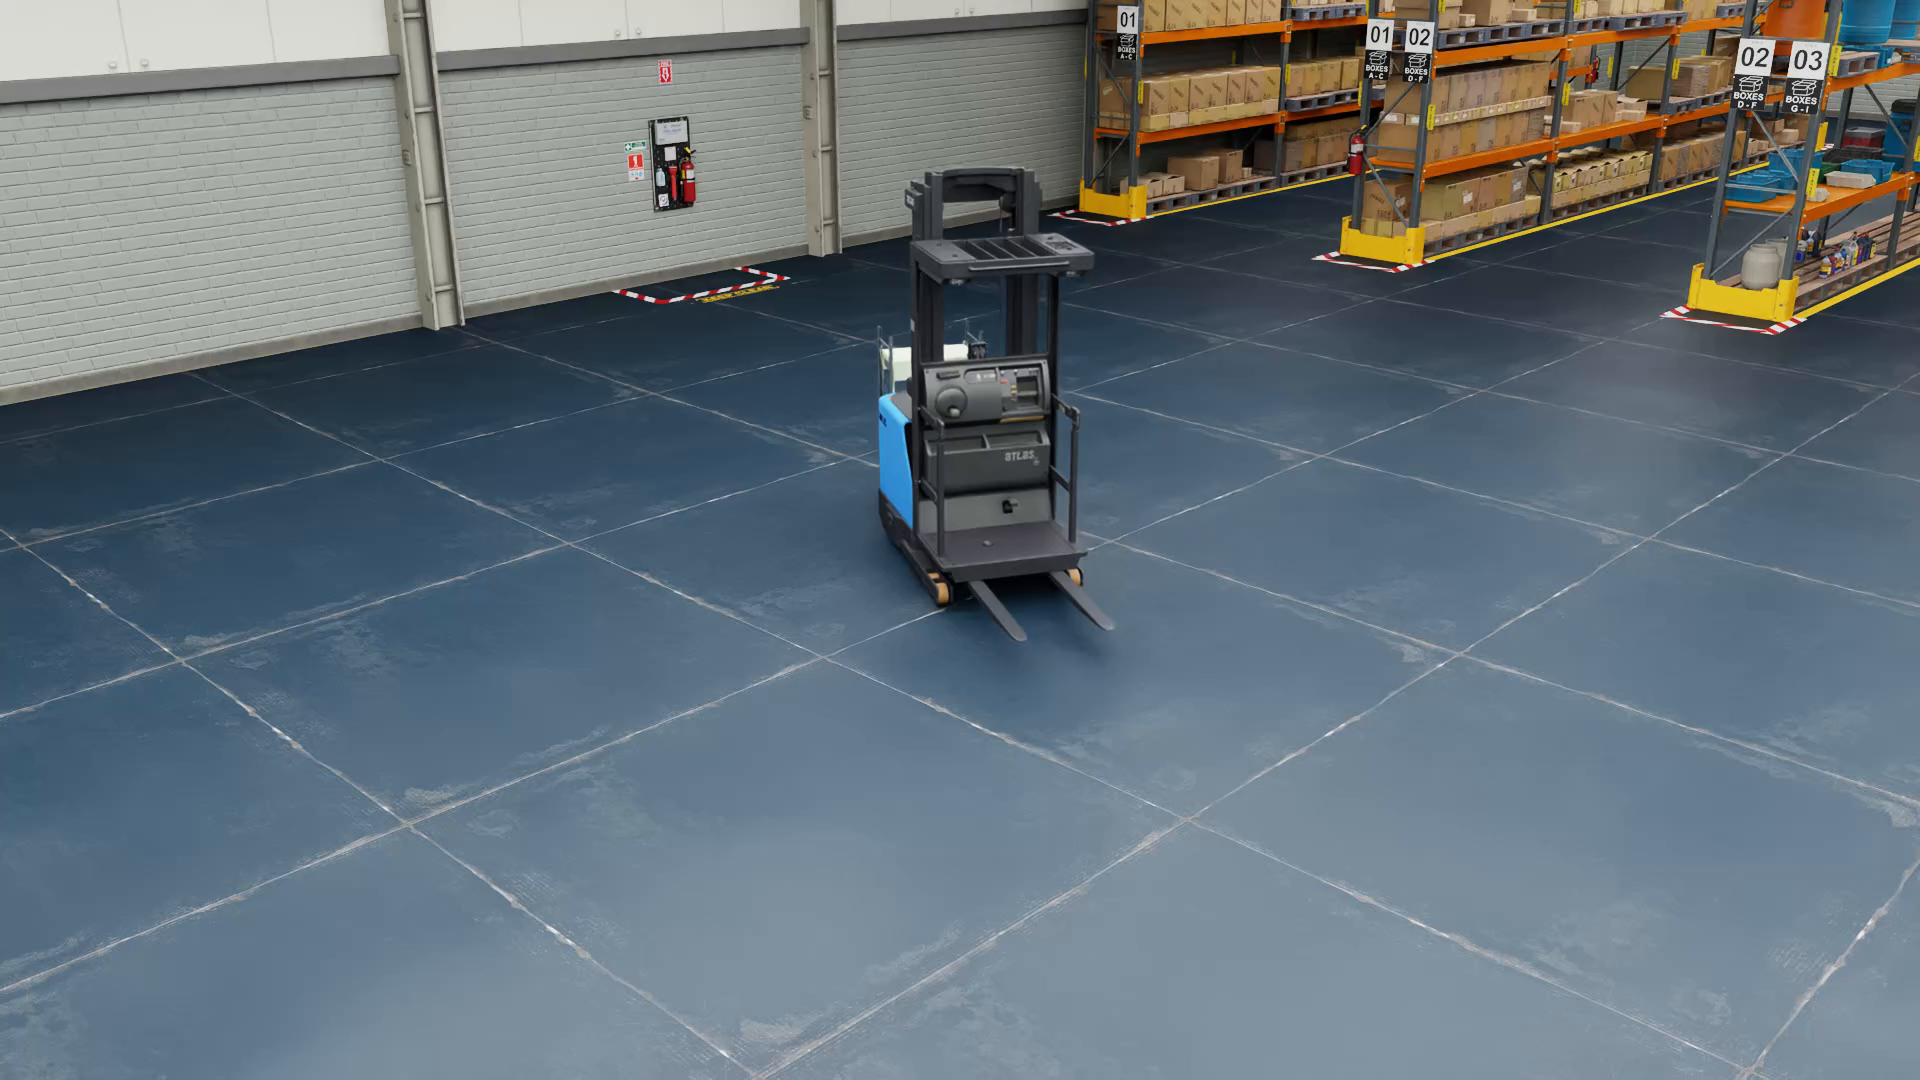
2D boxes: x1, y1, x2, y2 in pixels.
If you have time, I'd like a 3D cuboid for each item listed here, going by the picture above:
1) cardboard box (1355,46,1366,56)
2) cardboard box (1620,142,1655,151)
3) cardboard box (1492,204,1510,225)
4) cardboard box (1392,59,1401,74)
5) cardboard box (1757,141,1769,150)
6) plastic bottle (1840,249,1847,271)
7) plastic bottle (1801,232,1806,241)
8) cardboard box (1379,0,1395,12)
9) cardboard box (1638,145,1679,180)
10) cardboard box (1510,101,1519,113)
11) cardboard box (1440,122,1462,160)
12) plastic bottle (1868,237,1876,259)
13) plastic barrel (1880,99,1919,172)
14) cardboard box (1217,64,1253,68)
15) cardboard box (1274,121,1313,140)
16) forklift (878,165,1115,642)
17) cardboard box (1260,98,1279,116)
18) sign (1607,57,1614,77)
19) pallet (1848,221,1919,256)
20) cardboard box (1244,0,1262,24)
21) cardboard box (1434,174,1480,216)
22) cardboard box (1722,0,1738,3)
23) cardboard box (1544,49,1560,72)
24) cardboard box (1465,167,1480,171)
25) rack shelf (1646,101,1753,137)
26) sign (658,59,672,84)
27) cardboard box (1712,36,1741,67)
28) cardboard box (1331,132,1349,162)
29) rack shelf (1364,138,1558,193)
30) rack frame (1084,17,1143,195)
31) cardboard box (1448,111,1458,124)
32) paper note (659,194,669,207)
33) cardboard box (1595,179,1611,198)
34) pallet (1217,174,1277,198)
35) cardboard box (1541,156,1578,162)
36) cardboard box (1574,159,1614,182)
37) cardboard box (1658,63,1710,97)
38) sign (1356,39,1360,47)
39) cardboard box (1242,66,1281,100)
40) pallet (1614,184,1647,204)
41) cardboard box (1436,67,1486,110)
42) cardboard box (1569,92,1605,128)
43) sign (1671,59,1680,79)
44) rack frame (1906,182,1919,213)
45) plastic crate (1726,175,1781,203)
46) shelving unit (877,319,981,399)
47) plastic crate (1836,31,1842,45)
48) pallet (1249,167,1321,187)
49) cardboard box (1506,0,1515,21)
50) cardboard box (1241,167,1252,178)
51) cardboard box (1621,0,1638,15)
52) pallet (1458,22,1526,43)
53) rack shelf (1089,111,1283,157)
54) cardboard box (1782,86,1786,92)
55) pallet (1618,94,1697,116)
[{"bbox_3d":[7.540,-9.058,30.803,0.380,0.149,0.250,14,25,32],"label":"cardboard box"},{"bbox_3d":[12.009,-6.785,29.416,0.500,0.500,0.500,-19,28,-40],"label":"cardboard box"},{"bbox_3d":[7.874,-4.899,24.887,0.500,0.250,0.500,19,28,41],"label":"cardboard box"},{"bbox_3d":[8.495,-8.941,31.575,0.500,0.500,0.500,-19,28,-40],"label":"cardboard box"},{"bbox_3d":[15.360,-7.637,32.098,0.380,0.166,0.250,19,28,41],"label":"cardboard box"},{"bbox_3d":[11.429,-3.636,21.542,0.097,0.271,0.097,0,21,0],"label":"plastic bottle"},{"bbox_3d":[11.289,-3.995,22.366,0.144,0.351,0.185,18,27,38],"label":"plastic bottle"},{"bbox_3d":[7.664,-9.801,30.308,0.500,0.311,0.500,19,28,41],"label":"cardboard box"},{"bbox_3d":[12.047,-6.531,28.756,0.500,0.500,0.500,-19,28,-40],"label":"cardboard box"},{"bbox_3d":[7.987,-6.383,24.458,0.380,0.149,0.250,19,28,40],"label":"cardboard box"},{"bbox_3d":[6.642,-5.690,23.558,0.500,0.500,0.700,-19,28,-41],"label":"cardboard box"},{"bbox_3d":[12.182,-3.909,22.237,0.133,0.283,0.061,-18,28,-39],"label":"plastic bottle"},{"bbox_3d":[12.768,-5.435,22.336,0.600,0.901,0.708,19,28,41],"label":"plastic barrel"},{"bbox_3d":[4.705,-7.878,28.527,0.500,0.500,0.500,18,28,39],"label":"cardboard box"},{"bbox_3d":[5.989,-7.354,29.851,0.500,0.250,0.500,19,28,40],"label":"cardboard box"},{"bbox_3d":[0.260,-1.060,11.747,1.130,2.935,3.031,-6,22,-16],"label":"forklift"},{"bbox_3d":[5.069,-7.399,28.326,0.500,0.250,0.500,19,28,41],"label":"cardboard box"},{"bbox_3d":[11.130,-8.084,28.422,0.100,0.325,0.005,19,28,41],"label":"sign"},{"bbox_3d":[13.652,-4.403,24.236,1.003,0.211,1.213,19,28,41],"label":"pallet"},{"bbox_3d":[4.646,-8.795,27.428,0.500,0.500,0.500,16,26,36],"label":"cardboard box"},{"bbox_3d":[7.165,-4.996,24.094,0.500,0.500,0.500,19,28,41],"label":"cardboard box"},{"bbox_3d":[13.461,-9.876,29.543,0.600,0.600,0.600,19,28,40],"label":"cardboard box"},{"bbox_3d":[12.167,-10.365,35.443,0.980,0.700,0.700,18,27,38],"label":"cardboard box"},{"bbox_3d":[7.489,-5.383,25.102,0.500,0.500,0.500,19,28,41],"label":"cardboard box"},{"bbox_3d":[12.920,-7.625,29.735,1.077,0.370,4.000,19,28,41],"label":"rack shelf"},{"bbox_3d":[-3.753,-5.963,21.176,0.001,0.298,0.199,19,28,41],"label":"sign"},{"bbox_3d":[14.483,-9.183,31.253,0.500,0.500,0.500,19,28,41],"label":"cardboard box"},{"bbox_3d":[6.739,-7.288,30.726,0.700,0.500,0.500,19,28,40],"label":"cardboard box"},{"bbox_3d":[7.339,-5.569,24.385,1.077,0.370,4.000,19,28,41],"label":"rack shelf"},{"bbox_3d":[2.392,-6.629,26.141,1.000,3.000,0.127,19,28,41],"label":"rack frame"},{"bbox_3d":[6.729,-5.919,23.250,0.380,0.149,0.250,19,28,41],"label":"cardboard box"},{"bbox_3d":[-3.849,-4.418,21.617,0.016,0.148,0.142,19,28,41],"label":"paper note"},{"bbox_3d":[10.266,-5.768,27.148,0.500,0.250,0.500,-20,28,-41],"label":"cardboard box"},{"bbox_3d":[4.740,-6.174,28.845,1.003,0.211,1.213,19,28,41],"label":"pallet"},{"bbox_3d":[9.873,-6.160,27.386,0.500,0.311,0.500,19,28,40],"label":"cardboard box"},{"bbox_3d":[10.273,-6.032,27.054,0.500,0.311,0.500,-19,28,-41],"label":"cardboard box"},{"bbox_3d":[12.658,-8.067,29.157,0.500,0.500,0.700,-14,25,-32],"label":"cardboard box"},{"bbox_3d":[7.573,-9.364,31.643,0.100,0.325,0.005,19,28,41],"label":"sign"},{"bbox_3d":[5.075,-7.748,28.188,0.500,0.500,0.500,19,28,41],"label":"cardboard box"},{"bbox_3d":[10.923,-5.943,28.243,1.003,0.211,1.213,19,28,41],"label":"pallet"},{"bbox_3d":[7.030,-6.439,23.700,0.700,0.500,0.500,19,28,41],"label":"cardboard box"},{"bbox_3d":[9.999,-6.923,26.766,0.500,0.500,0.500,19,28,41],"label":"cardboard box"},{"bbox_3d":[11.925,-7.849,27.701,0.100,0.325,0.005,19,28,41],"label":"sign"},{"bbox_3d":[15.071,-6.206,25.040,1.000,3.000,0.127,19,28,41],"label":"rack frame"},{"bbox_3d":[9.625,-4.284,20.246,0.499,0.251,0.616,19,28,41],"label":"plastic crate"},{"bbox_3d":[-0.247,-0.997,13.578,0.755,1.500,0.431,-6,22,-16],"label":"shelving unit"},{"bbox_3d":[10.605,-6.108,20.626,0.392,0.384,0.575,19,28,41],"label":"plastic crate"},{"bbox_3d":[5.725,-6.556,29.838,1.003,0.211,1.213,19,28,41],"label":"pallet"},{"bbox_3d":[7.495,-7.737,23.917,0.637,0.503,0.797,-16,26,-36],"label":"cardboard box"},{"bbox_3d":[4.831,-6.395,28.868,0.380,0.166,0.250,15,26,34],"label":"cardboard box"},{"bbox_3d":[10.489,-8.559,26.604,0.500,0.250,0.500,19,28,40],"label":"cardboard box"},{"bbox_3d":[7.307,-7.240,23.672,1.003,0.211,1.213,19,28,41],"label":"pallet"},{"bbox_3d":[3.788,-6.808,27.608,1.077,0.370,4.000,19,28,41],"label":"rack shelf"},{"bbox_3d":[15.572,-8.845,31.767,0.500,0.500,0.500,19,28,40],"label":"cardboard box"},{"bbox_3d":[11.948,-7.549,28.802,1.213,0.211,1.003,19,28,41],"label":"pallet"}]
